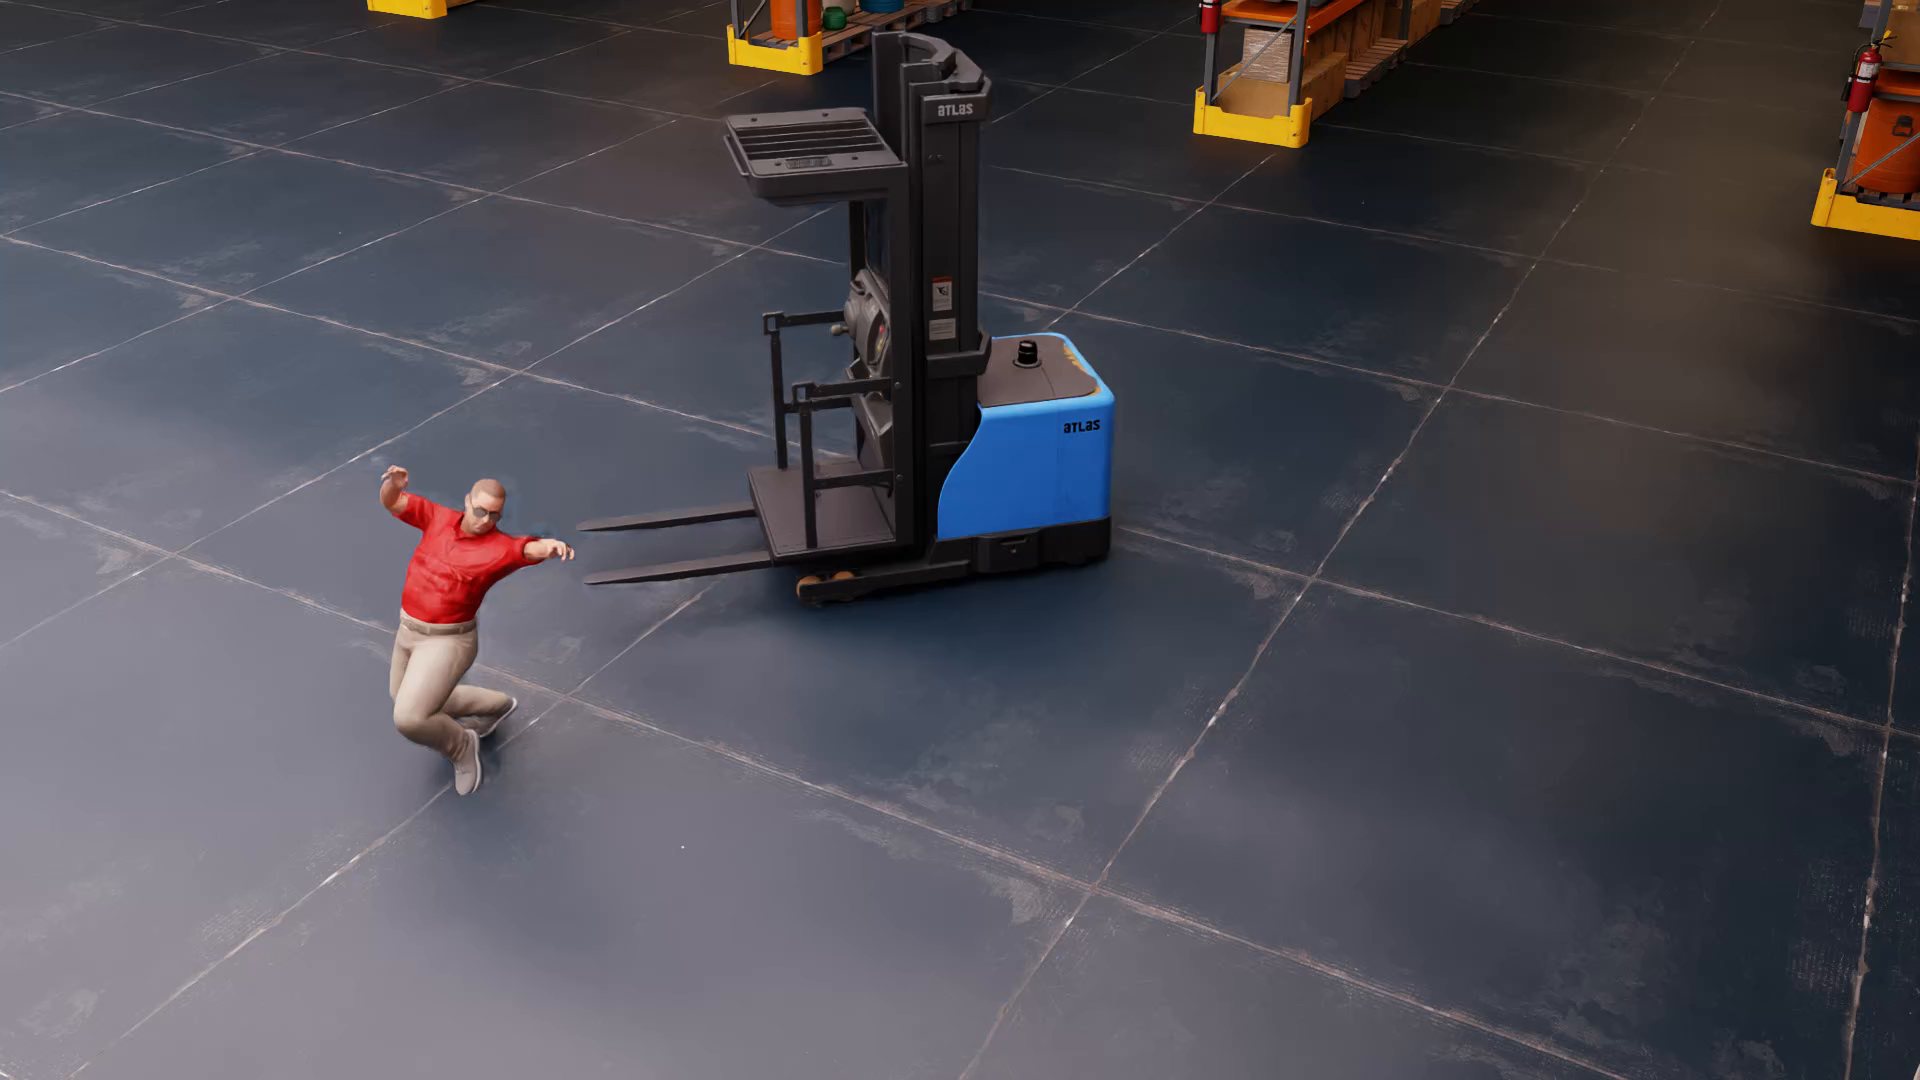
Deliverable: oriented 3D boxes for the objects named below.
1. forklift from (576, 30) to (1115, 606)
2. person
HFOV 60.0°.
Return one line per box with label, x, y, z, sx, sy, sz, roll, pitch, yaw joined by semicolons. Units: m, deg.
forklift;-0.690;-1.191;9.134;3.031;2.935;1.130;-7;31;-13
person;-2.265;0.451;7.641;1.114;1.666;0.816;24;38;35
